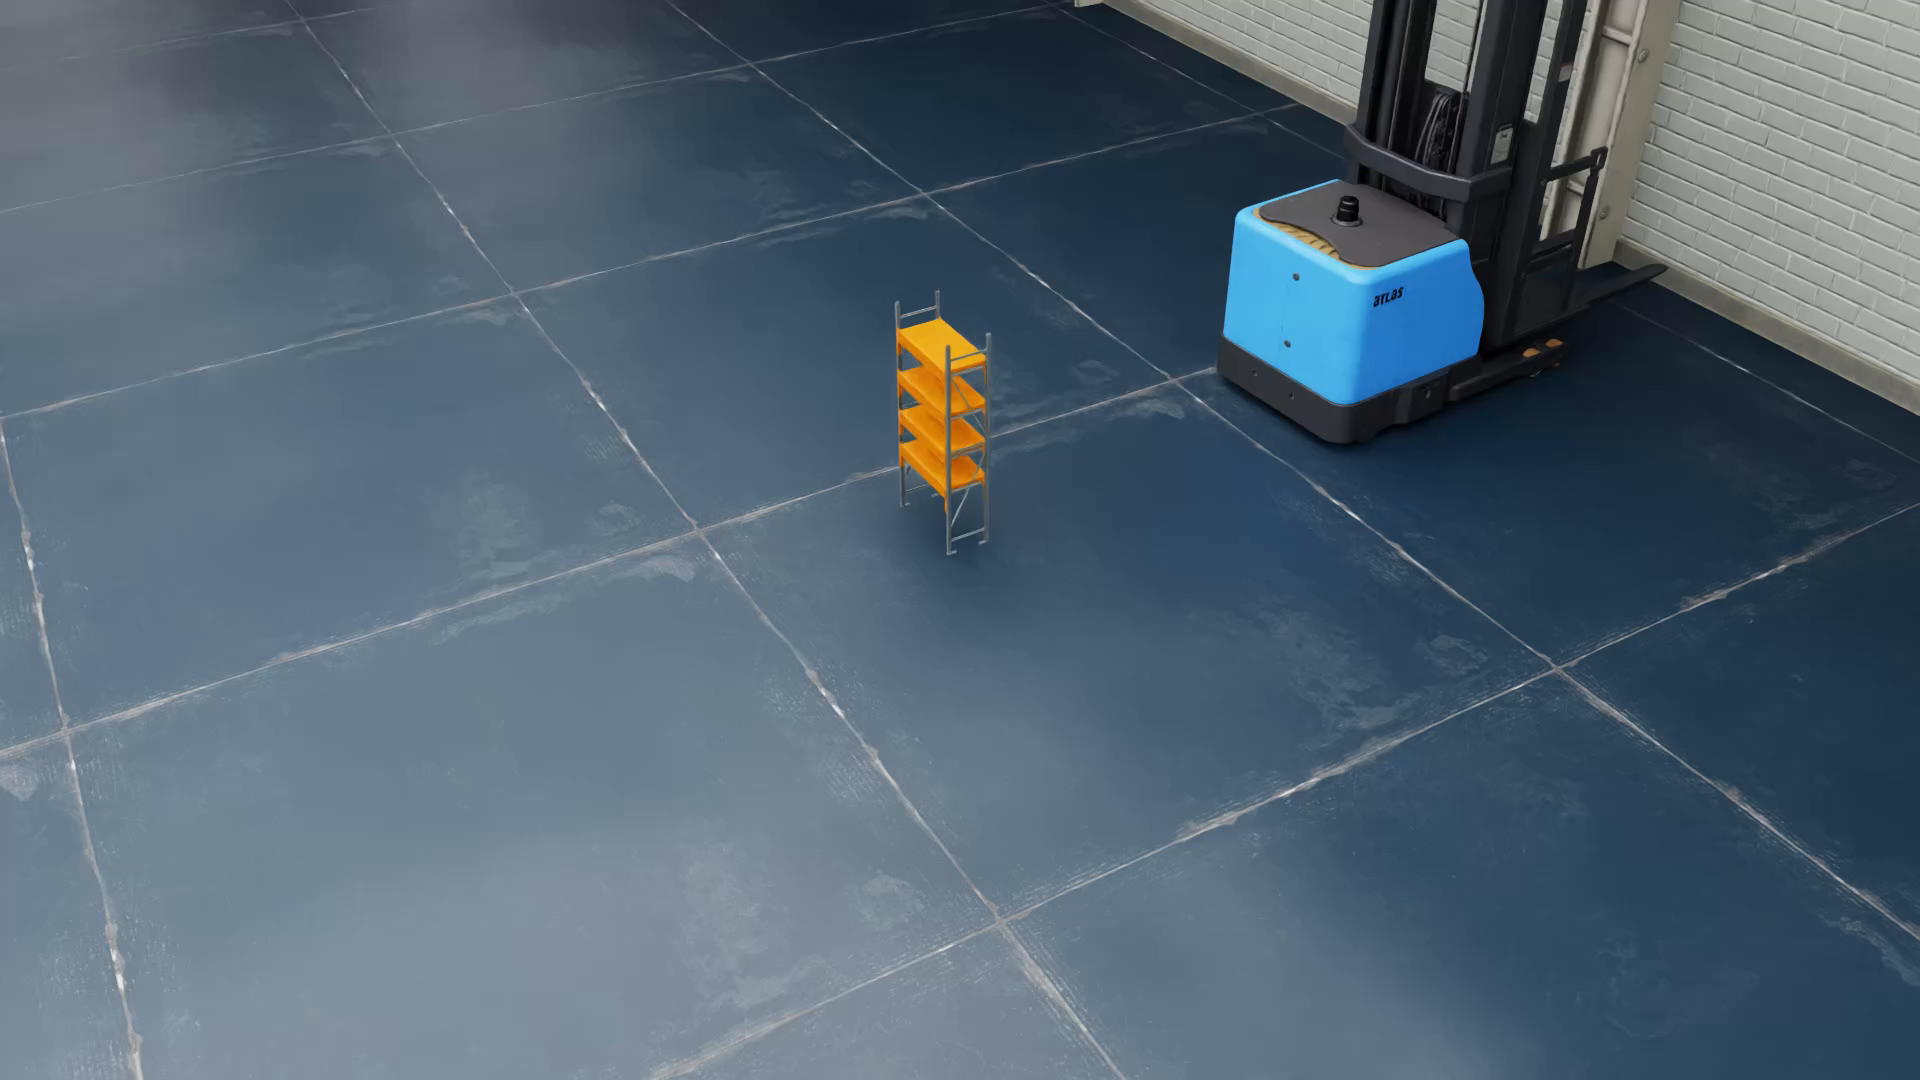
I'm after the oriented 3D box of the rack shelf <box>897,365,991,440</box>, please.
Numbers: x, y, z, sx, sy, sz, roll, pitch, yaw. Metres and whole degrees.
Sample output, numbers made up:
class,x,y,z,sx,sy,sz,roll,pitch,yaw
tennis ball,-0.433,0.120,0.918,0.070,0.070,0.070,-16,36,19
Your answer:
class,x,y,z,sx,sy,sz,roll,pitch,yaw
rack shelf,-0.083,-0.695,8.147,0.258,0.148,0.480,-19,40,-24

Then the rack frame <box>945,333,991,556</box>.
class,x,y,z,sx,sy,sz,roll,pitch,yaw
rack frame,0.039,-0.445,8.069,0.240,1.200,0.015,-19,40,-24

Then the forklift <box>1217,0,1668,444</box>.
class,x,y,z,sx,sy,sz,roll,pitch,yaw
forklift,3.009,-2.382,9.253,3.031,2.935,1.130,-22,41,-27

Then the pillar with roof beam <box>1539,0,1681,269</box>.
class,x,y,z,sx,sy,sz,roll,pitch,yaw
pillar with roof beam,0.392,-4.278,6.705,9.100,9.000,0.400,-19,40,-24

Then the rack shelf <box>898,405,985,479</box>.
class,x,y,z,sx,sy,sz,roll,pitch,yaw
rack shelf,-0.083,-0.515,8.279,0.258,0.148,0.480,-19,40,-24

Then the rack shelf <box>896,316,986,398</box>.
class,x,y,z,sx,sy,sz,roll,pitch,yaw
rack shelf,-0.083,-0.886,8.007,0.258,0.148,0.480,-19,40,-24

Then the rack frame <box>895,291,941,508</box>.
class,x,y,z,sx,sy,sz,roll,pitch,yaw
rack frame,-0.206,-0.693,8.409,0.240,1.200,0.015,-19,40,-24

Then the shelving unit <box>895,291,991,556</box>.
class,x,y,z,sx,sy,sz,roll,pitch,yaw
shelving unit,-0.083,-0.569,8.239,0.258,1.200,0.503,-19,40,-24

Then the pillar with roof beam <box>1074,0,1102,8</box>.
class,x,y,z,sx,sy,sz,roll,pitch,yaw
pillar with roof beam,-2.623,-7.337,10.894,9.100,9.000,0.400,-19,40,-24

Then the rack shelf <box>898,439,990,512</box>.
class,x,y,z,sx,sy,sz,roll,pitch,yaw
rack shelf,-0.083,-0.354,8.396,0.258,0.148,0.480,-19,40,-24
